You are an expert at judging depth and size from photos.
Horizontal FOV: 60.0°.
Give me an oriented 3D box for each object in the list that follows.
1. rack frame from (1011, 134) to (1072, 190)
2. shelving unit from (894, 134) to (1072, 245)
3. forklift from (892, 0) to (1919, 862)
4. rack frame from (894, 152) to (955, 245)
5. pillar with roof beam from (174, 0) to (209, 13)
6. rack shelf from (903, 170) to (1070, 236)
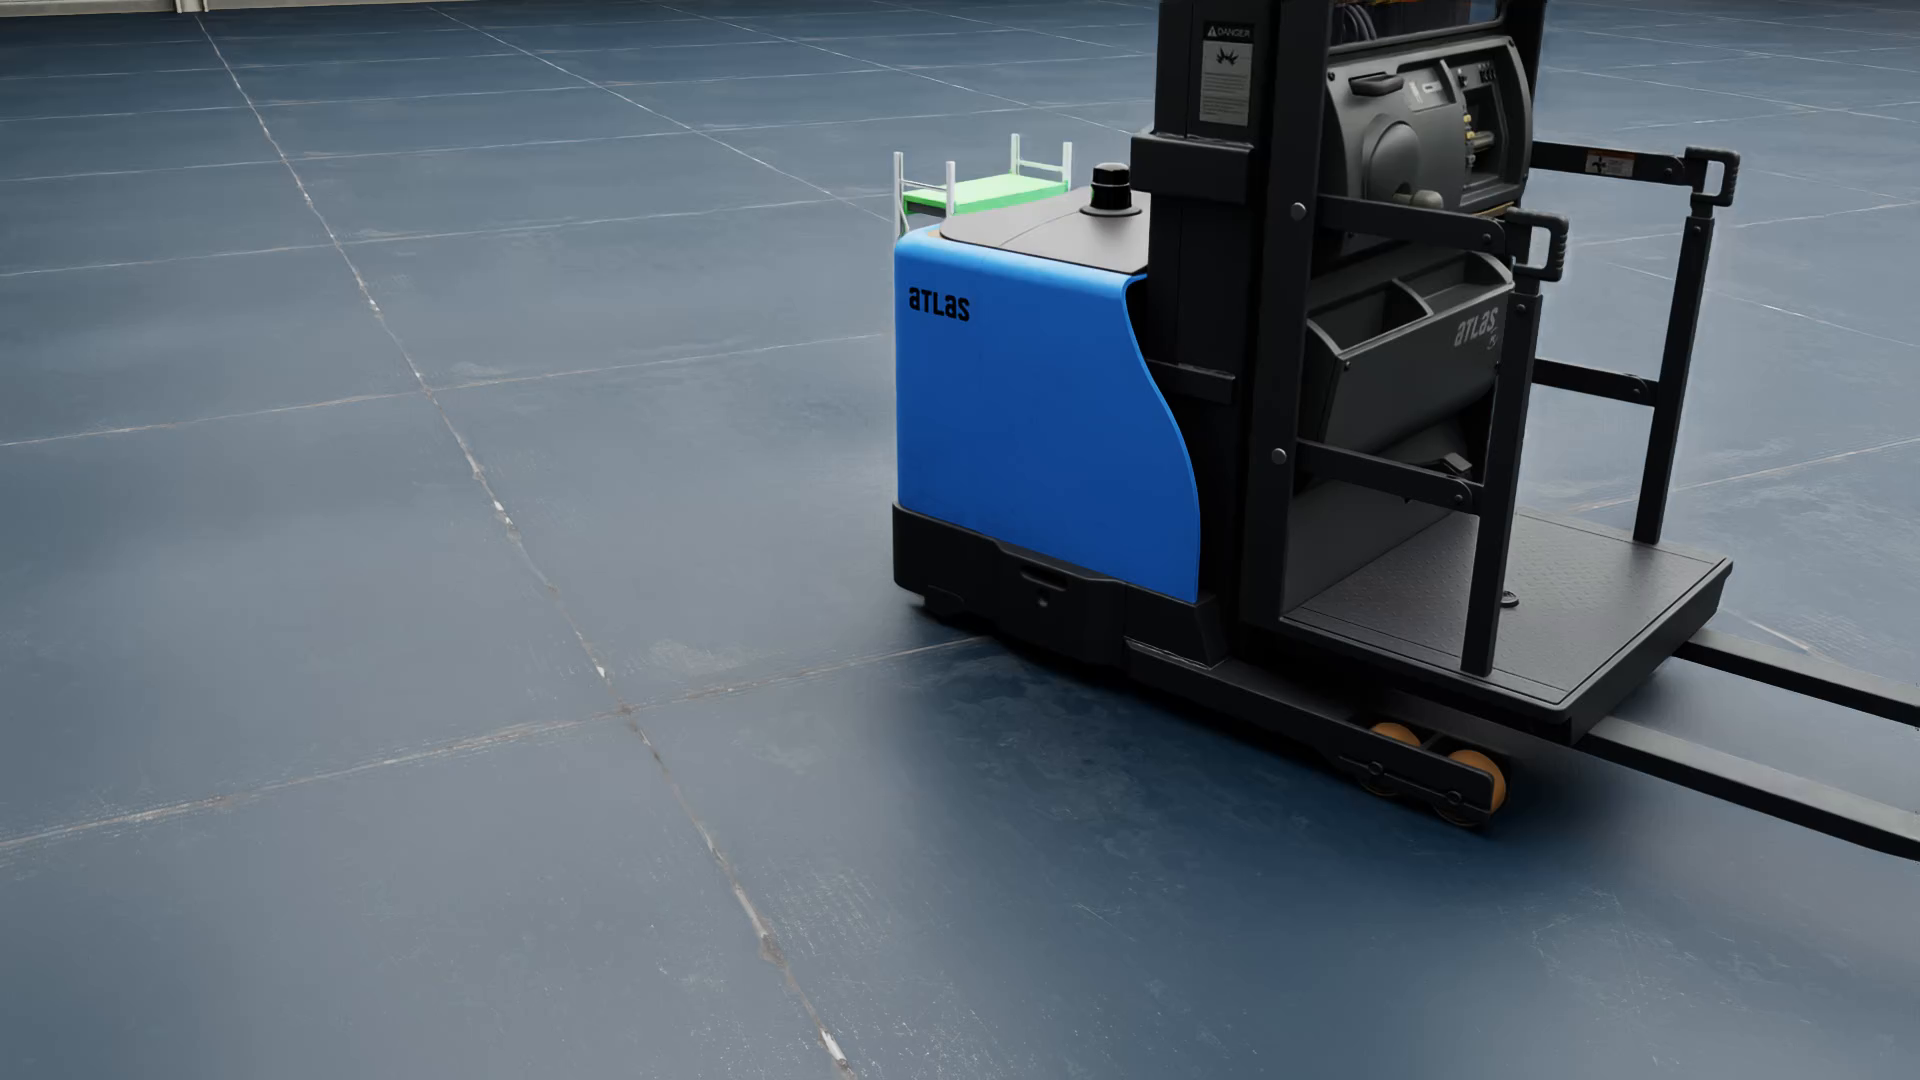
[{"bbox_3d":[0.247,-0.671,5.301,0.015,1.200,0.240,-20,30,-40],"label":"rack frame"},{"bbox_3d":[0.072,-0.606,5.145,0.503,1.200,0.258,-20,30,-40],"label":"shelving unit"},{"bbox_3d":[1.248,-0.943,3.696,3.031,2.935,1.130,19,29,38],"label":"forklift"},{"bbox_3d":[-0.104,-0.541,4.988,0.015,1.200,0.240,-20,30,-40],"label":"rack frame"},{"bbox_3d":[-8.596,-9.886,17.366,0.400,9.000,9.100,-10,25,-24],"label":"pillar with roof beam"},{"bbox_3d":[0.072,-0.990,4.986,0.480,0.148,0.258,-20,30,-40],"label":"rack shelf"}]
